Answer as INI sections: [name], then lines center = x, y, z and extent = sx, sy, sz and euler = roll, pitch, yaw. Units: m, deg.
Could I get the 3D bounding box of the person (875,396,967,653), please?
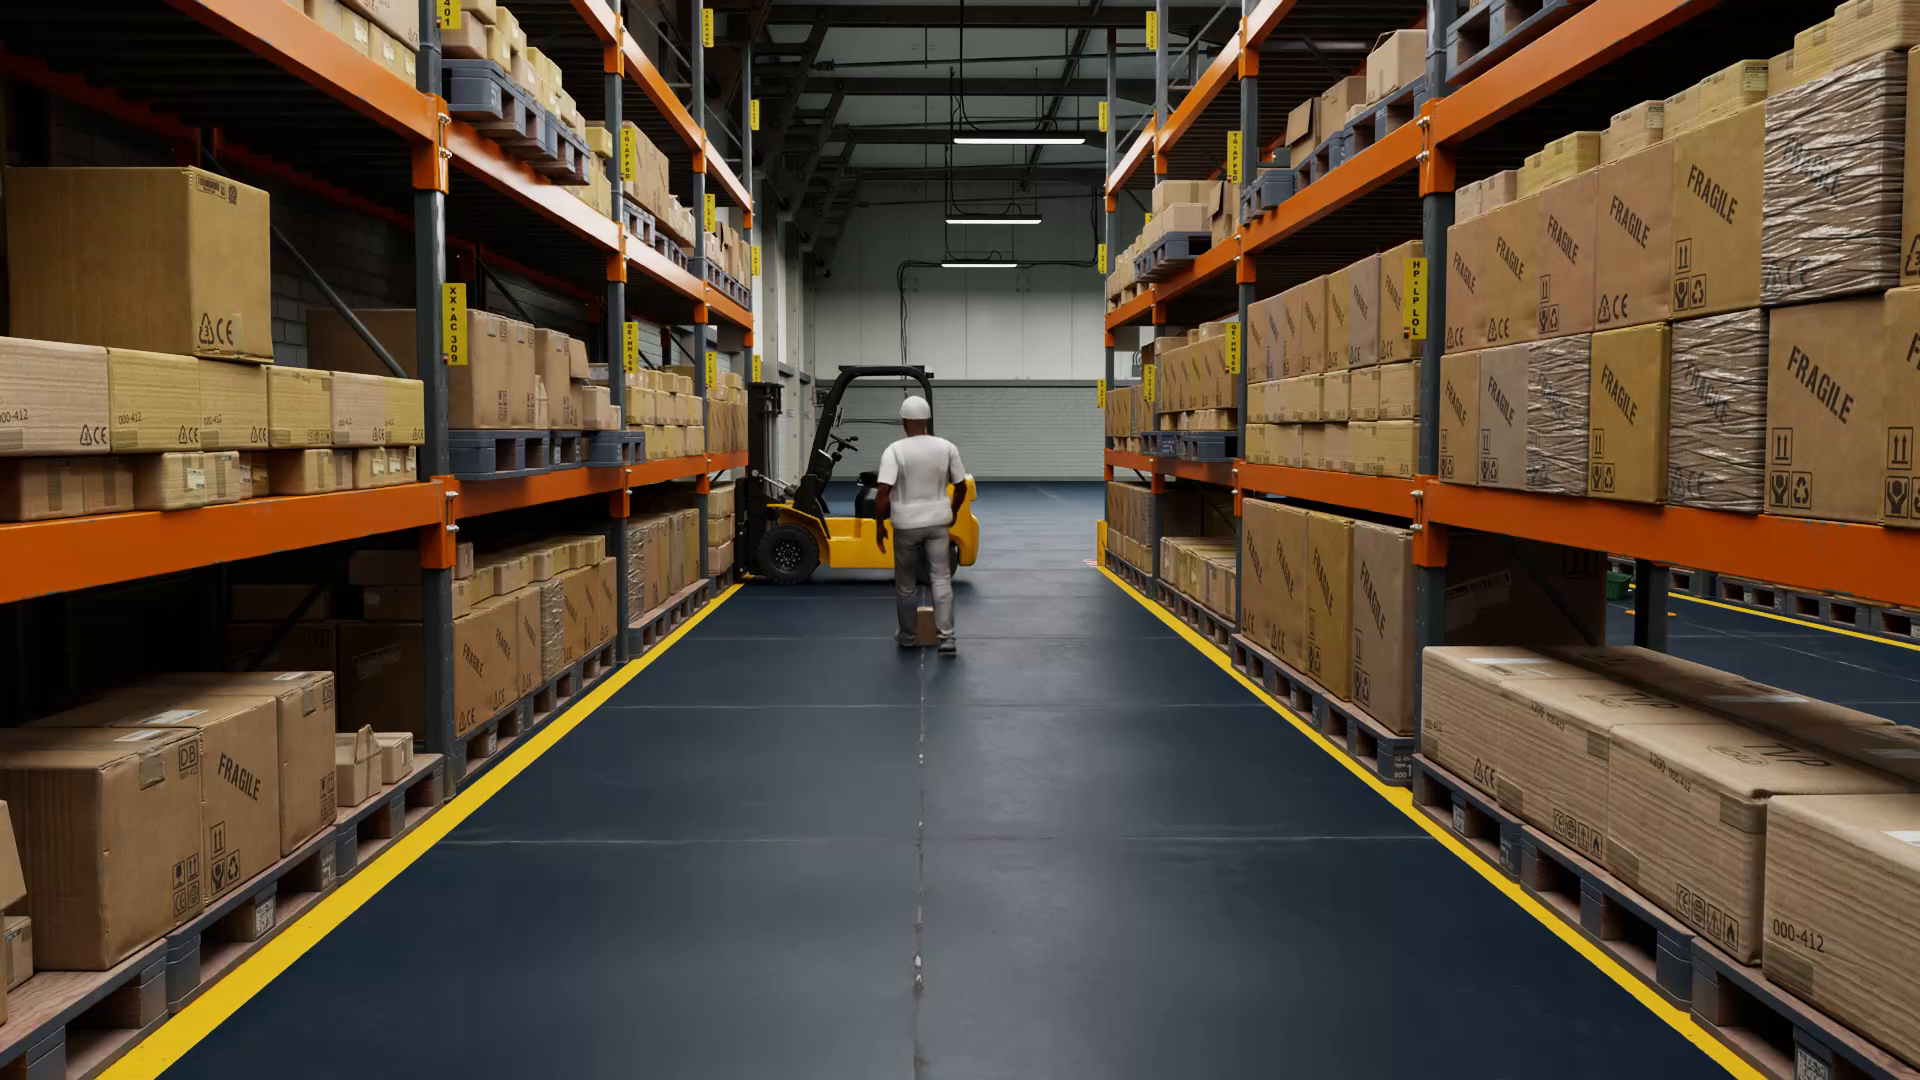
[person]
center = -0.280, -0.108, 11.355
extent = 0.635, 1.741, 0.911
euler = 0, 4, -7
